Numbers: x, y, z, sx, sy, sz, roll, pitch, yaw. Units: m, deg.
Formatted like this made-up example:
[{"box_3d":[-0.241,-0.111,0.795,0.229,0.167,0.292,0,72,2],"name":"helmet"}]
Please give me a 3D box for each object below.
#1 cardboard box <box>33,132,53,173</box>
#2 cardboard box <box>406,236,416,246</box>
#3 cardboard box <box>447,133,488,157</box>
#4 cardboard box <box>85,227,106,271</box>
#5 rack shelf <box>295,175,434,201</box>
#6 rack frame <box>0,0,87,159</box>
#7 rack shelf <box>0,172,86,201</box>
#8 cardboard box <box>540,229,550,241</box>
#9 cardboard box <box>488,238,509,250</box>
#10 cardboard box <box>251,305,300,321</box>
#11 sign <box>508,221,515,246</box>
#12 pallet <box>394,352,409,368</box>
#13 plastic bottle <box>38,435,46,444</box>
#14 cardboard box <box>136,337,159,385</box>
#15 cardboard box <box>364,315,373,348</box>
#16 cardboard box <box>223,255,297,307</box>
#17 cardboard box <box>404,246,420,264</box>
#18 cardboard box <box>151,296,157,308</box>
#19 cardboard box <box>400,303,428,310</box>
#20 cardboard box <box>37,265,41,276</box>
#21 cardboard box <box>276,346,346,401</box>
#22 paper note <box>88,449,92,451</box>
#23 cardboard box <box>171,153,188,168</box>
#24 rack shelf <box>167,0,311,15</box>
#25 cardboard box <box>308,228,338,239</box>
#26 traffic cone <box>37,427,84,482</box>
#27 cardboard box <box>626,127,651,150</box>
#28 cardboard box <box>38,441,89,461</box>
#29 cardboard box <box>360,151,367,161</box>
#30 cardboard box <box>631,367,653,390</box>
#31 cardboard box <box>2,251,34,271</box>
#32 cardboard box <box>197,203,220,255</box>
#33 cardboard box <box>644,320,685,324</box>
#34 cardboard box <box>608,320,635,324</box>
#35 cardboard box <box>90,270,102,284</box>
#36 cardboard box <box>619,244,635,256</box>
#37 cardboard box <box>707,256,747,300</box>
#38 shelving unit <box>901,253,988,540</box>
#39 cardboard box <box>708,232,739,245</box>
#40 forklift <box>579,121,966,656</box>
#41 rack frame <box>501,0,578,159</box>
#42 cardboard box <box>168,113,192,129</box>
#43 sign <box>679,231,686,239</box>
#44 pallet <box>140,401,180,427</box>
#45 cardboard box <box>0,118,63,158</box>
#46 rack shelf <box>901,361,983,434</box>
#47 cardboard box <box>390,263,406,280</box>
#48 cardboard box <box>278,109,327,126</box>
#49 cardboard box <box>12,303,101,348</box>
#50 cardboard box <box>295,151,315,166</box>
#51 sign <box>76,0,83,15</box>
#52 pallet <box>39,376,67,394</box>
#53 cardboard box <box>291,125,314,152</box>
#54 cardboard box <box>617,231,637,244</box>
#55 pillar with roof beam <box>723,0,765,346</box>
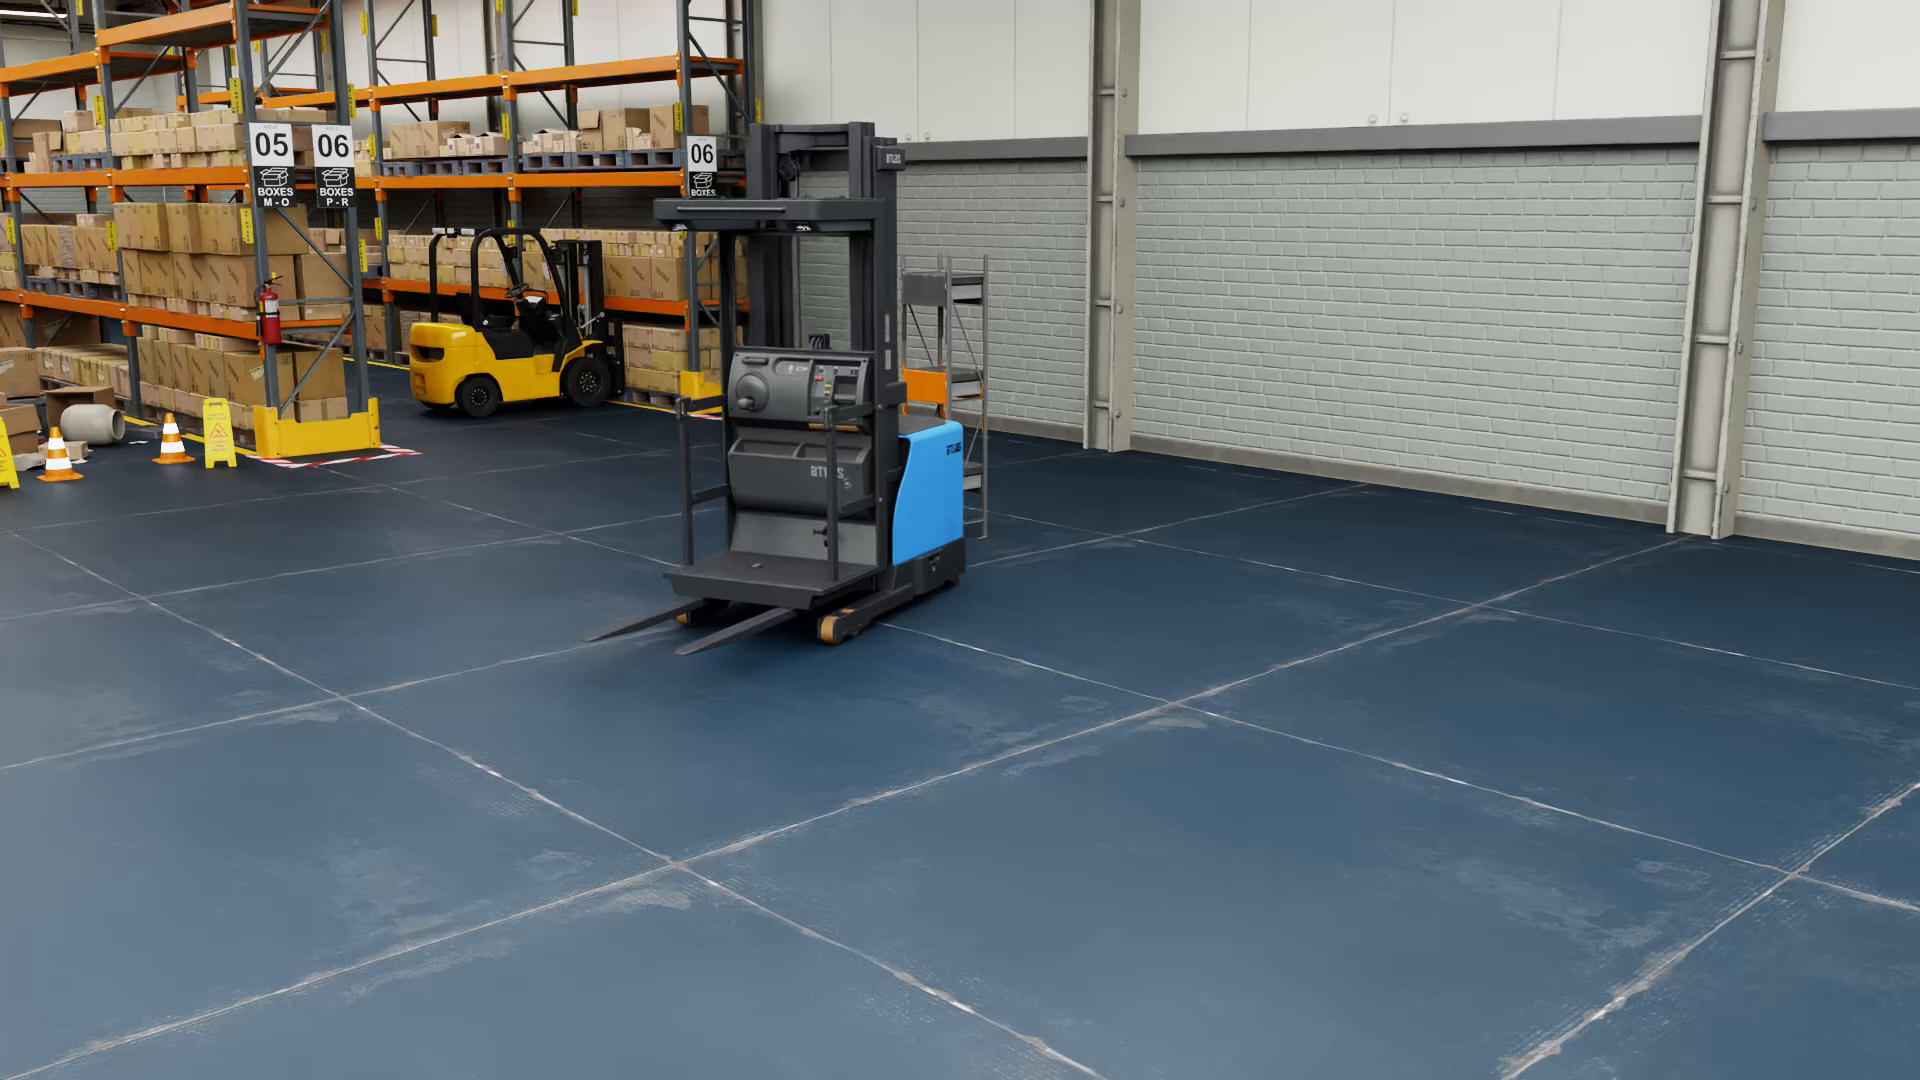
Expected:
[{"box_3d":[-11.280,-4.902,21.090,0.700,0.500,0.500,-11,16,-43],"name":"cardboard box"},{"box_3d":[-7.951,-4.422,24.588,0.380,0.149,0.250,-10,16,-41],"name":"cardboard box"},{"box_3d":[-6.784,-5.496,23.153,0.500,0.311,0.500,11,16,43],"name":"cardboard box"},{"box_3d":[-9.993,-3.448,19.688,0.500,0.500,0.500,-11,16,-42],"name":"cardboard box"},{"box_3d":[-9.721,-5.625,26.628,1.077,0.370,4.000,-11,16,-43],"name":"rack shelf"},{"box_3d":[-11.927,-6.462,21.476,1.000,3.000,0.127,-11,16,-43],"name":"rack frame"},{"box_3d":[-13.308,-4.932,23.268,1.077,0.370,4.000,-11,16,-43],"name":"rack shelf"},{"box_3d":[-5.313,-4.034,21.963,0.380,0.149,0.250,-11,16,-42],"name":"cardboard box"},{"box_3d":[-6.296,-4.096,23.003,0.380,0.149,0.250,-11,16,-43],"name":"cardboard box"},{"box_3d":[-6.815,-2.258,16.560,0.380,0.149,0.250,-10,15,-41],"name":"cardboard box"},{"box_3d":[-5.963,-4.083,22.125,0.100,0.325,0.005,-11,16,-43],"name":"sign"},{"box_3d":[-7.799,-2.725,25.113,1.003,0.211,1.213,-11,16,-43],"name":"pallet"},{"box_3d":[-9.630,-1.051,17.361,0.133,0.061,0.283,-8,14,-33],"name":"plastic bottle"},{"box_3d":[-8.953,-2.042,18.806,0.500,0.500,0.500,-10,15,-40],"name":"cardboard box"},{"box_3d":[-9.125,-3.304,26.167,0.500,0.500,0.500,-11,16,-43],"name":"cardboard box"},{"box_3d":[-6.977,-2.592,16.572,0.500,0.500,0.500,-11,16,-44],"name":"cardboard box"},{"box_3d":[-7.865,-4.215,24.571,0.500,0.250,0.500,-10,15,-41],"name":"cardboard box"},{"box_3d":[-8.762,-2.662,18.521,0.380,0.149,0.250,-11,16,-43],"name":"cardboard box"},{"box_3d":[-8.639,-3.677,26.372,0.380,0.149,0.250,-10,15,-41],"name":"cardboard box"},{"box_3d":[-11.666,-3.487,21.485,0.250,0.149,0.380,11,16,42],"name":"cardboard box"},{"box_3d":[-6.776,-1.742,17.348,0.500,0.500,0.500,11,16,43],"name":"cardboard box"},{"box_3d":[-8.792,-0.906,16.784,0.032,0.001,0.123,-11,16,-43],"name":"paper note"},{"box_3d":[-7.944,-3.933,17.258,0.380,0.149,0.250,-11,16,-43],"name":"cardboard box"},{"box_3d":[-12.483,-9.305,28.823,1.077,0.370,4.000,-11,16,-43],"name":"rack shelf"},{"box_3d":[-10.572,-4.877,27.361,0.700,0.500,0.500,-11,16,-42],"name":"cardboard box"},{"box_3d":[-8.200,-0.792,15.111,0.336,0.463,0.334,-11,16,-43],"name":"traffic cone"},{"box_3d":[-3.782,-4.822,19.994,0.396,0.266,0.258,-11,16,-42],"name":"cardboard box"},{"box_3d":[-8.768,-0.870,16.263,0.380,0.149,0.250,-3,12,-13],"name":"cardboard box"},{"box_3d":[-8.924,-5.866,25.398,0.250,0.149,0.380,11,16,44],"name":"cardboard box"},{"box_3d":[-3.705,-2.006,20.487,0.500,0.250,0.500,-11,16,-43],"name":"cardboard box"},{"box_3d":[-12.445,-3.730,22.217,0.500,0.250,0.500,-11,16,-43],"name":"cardboard box"},{"box_3d":[-7.257,-3.160,16.851,0.700,0.500,0.500,-11,16,-42],"name":"cardboard box"},{"box_3d":[-3.695,-2.640,21.090,0.500,0.250,0.500,-11,16,-43],"name":"cardboard box"},{"box_3d":[-4.416,-2.642,21.096,0.500,0.250,0.500,-11,16,-44],"name":"cardboard box"},{"box_3d":[-10.093,-3.133,19.765,0.380,0.149,0.250,-11,16,-43],"name":"cardboard box"},{"box_3d":[-3.972,-3.576,20.481,0.250,0.149,0.380,11,16,43],"name":"cardboard box"},{"box_3d":[-2.956,-3.208,20.303,0.500,0.500,0.500,-10,15,-41],"name":"cardboard box"},{"box_3d":[-0.114,-1.053,12.317,0.431,2.100,0.503,-11,16,-43],"name":"shelving unit"},{"box_3d":[-2.893,-3.640,20.051,0.380,0.149,0.250,-11,16,-44],"name":"cardboard box"},{"box_3d":[-1.054,-0.938,9.702,1.130,2.935,3.031,6,13,25],"name":"forklift"},{"box_3d":[-5.577,-6.570,22.002,1.000,3.000,0.127,-11,16,-43],"name":"rack frame"},{"box_3d":[-7.933,-4.320,17.160,0.380,0.149,0.250,-10,16,-41],"name":"cardboard box"},{"box_3d":[-3.217,-3.658,19.276,0.100,0.325,0.005,-11,16,-43],"name":"sign"},{"box_3d":[-8.675,-1.481,19.077,1.003,0.211,1.213,-11,16,-43],"name":"pallet"},{"box_3d":[-12.297,-5.283,21.891,0.637,0.503,0.797,11,16,42],"name":"cardboard box"},{"box_3d":[-0.114,-1.039,12.320,0.431,0.518,0.480,-11,16,-43],"name":"rack shelf"},{"box_3d":[-8.210,-4.044,24.977,0.500,0.250,0.500,-11,16,-42],"name":"cardboard box"},{"box_3d":[-6.500,-4.173,16.446,0.380,0.149,0.250,-11,16,-43],"name":"cardboard box"},{"box_3d":[-12.344,-2.801,22.799,0.875,0.875,0.875,-11,16,-43],"name":"cardboard box"},{"box_3d":[-6.397,-3.796,16.591,0.380,0.149,0.250,-11,16,-42],"name":"cardboard box"},{"box_3d":[-11.541,-7.035,21.747,0.100,0.325,0.005,-11,16,-43],"name":"sign"},{"box_3d":[-11.389,-2.044,21.808,1.003,0.211,1.213,-11,16,-43],"name":"pallet"},{"box_3d":[-6.557,-4.008,16.633,0.500,0.250,0.500,-11,16,-44],"name":"cardboard box"},{"box_3d":[-3.986,-3.719,20.437,0.380,0.149,0.250,-10,16,-41],"name":"cardboard box"},{"box_3d":[-5.758,-5.614,17.360,9.100,9.000,0.400,-11,16,-43],"name":"pillar with roof beam"}]
